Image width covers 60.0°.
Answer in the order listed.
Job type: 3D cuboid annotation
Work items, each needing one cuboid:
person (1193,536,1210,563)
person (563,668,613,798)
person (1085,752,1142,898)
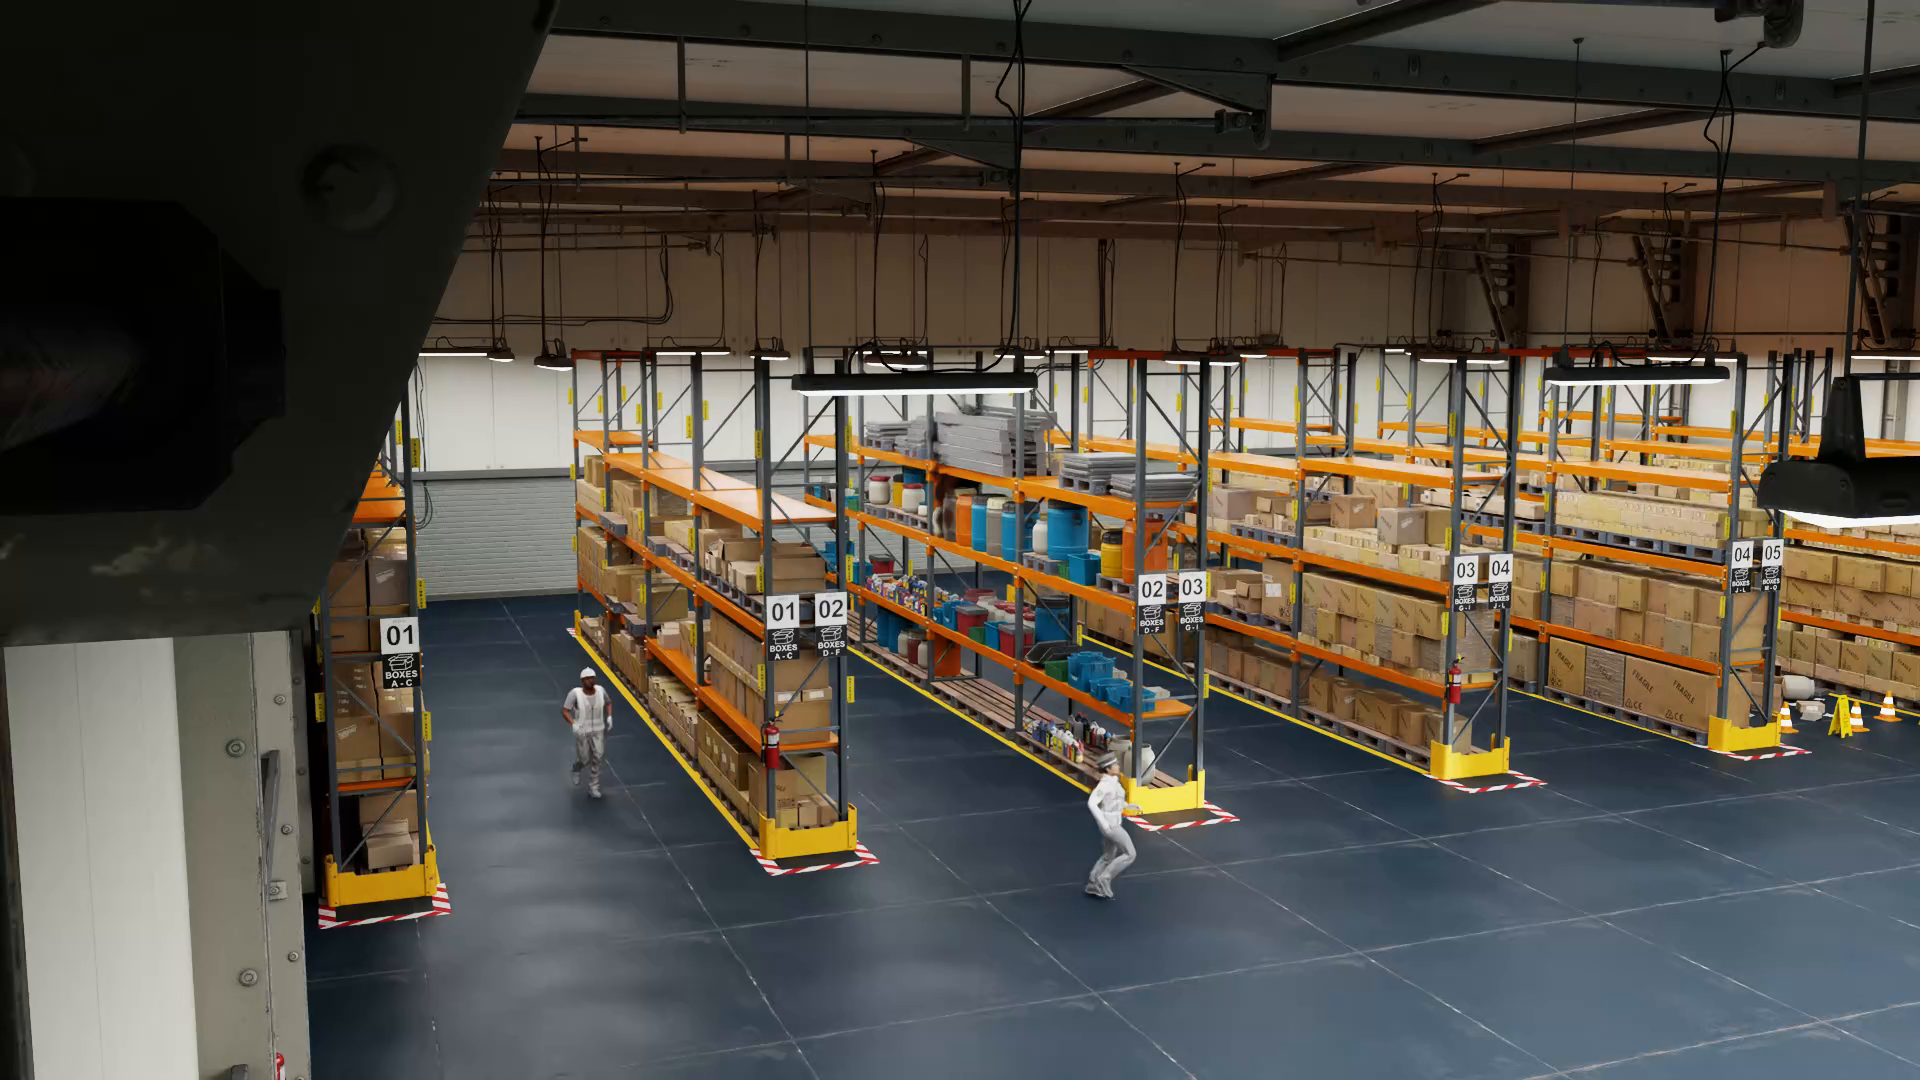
[{"bbox_3d":[5.333,0.759,38.048,0.725,1.810,0.890,-1,7,-7],"label":"person"},{"bbox_3d":[-5.113,2.625,22.915,0.707,1.763,0.693,-4,8,-32],"label":"person"},{"bbox_3d":[1.718,3.186,18.613,0.624,1.660,0.593,1,7,6],"label":"person"}]
